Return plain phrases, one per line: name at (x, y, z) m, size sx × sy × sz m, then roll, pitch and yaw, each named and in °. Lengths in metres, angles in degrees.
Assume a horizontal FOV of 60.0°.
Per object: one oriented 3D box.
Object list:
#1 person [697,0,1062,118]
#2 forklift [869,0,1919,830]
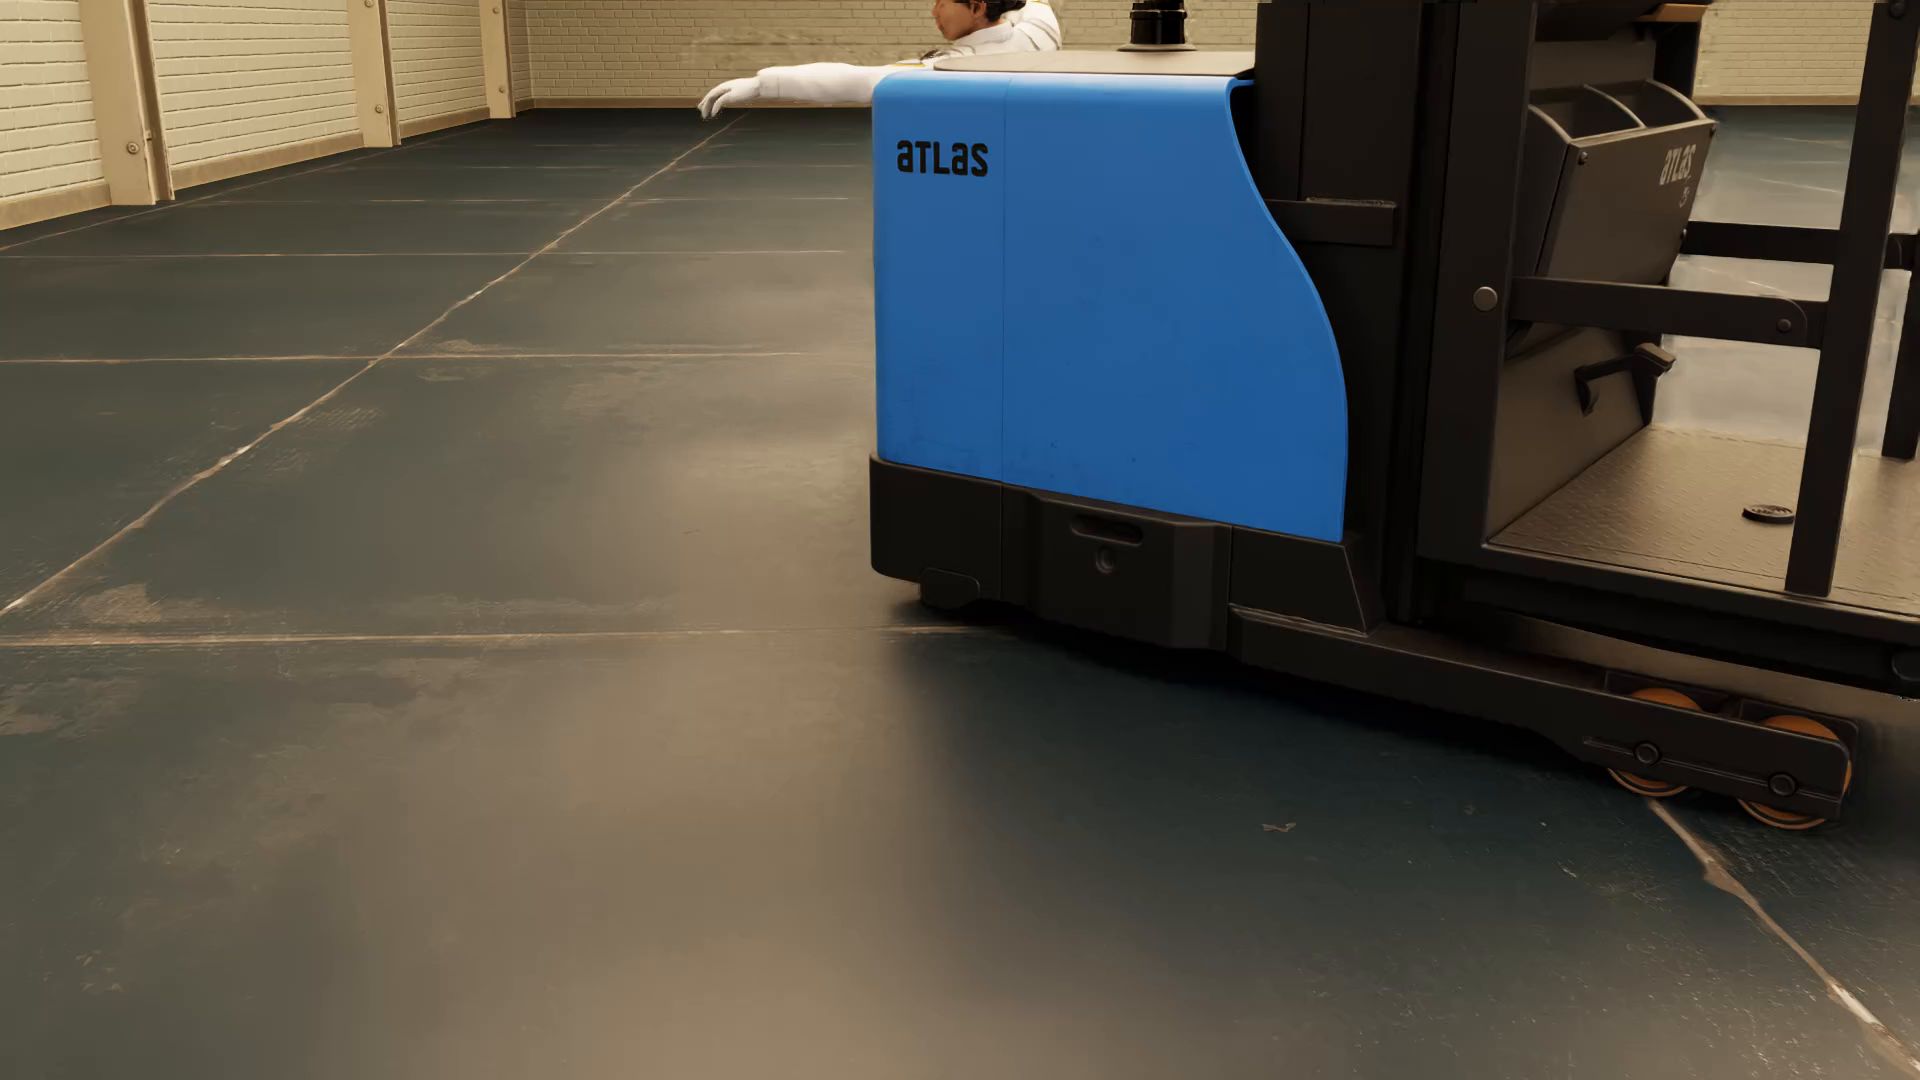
person at (-0.234, -0.908, 4.514) m, size 0.977 × 1.420 × 0.847 m, roll -4°, pitch 17°, yaw -13°
forklift at (1.311, -1.144, 2.646) m, size 3.031 × 2.935 × 1.130 m, roll 12°, pitch 21°, yaw 33°
